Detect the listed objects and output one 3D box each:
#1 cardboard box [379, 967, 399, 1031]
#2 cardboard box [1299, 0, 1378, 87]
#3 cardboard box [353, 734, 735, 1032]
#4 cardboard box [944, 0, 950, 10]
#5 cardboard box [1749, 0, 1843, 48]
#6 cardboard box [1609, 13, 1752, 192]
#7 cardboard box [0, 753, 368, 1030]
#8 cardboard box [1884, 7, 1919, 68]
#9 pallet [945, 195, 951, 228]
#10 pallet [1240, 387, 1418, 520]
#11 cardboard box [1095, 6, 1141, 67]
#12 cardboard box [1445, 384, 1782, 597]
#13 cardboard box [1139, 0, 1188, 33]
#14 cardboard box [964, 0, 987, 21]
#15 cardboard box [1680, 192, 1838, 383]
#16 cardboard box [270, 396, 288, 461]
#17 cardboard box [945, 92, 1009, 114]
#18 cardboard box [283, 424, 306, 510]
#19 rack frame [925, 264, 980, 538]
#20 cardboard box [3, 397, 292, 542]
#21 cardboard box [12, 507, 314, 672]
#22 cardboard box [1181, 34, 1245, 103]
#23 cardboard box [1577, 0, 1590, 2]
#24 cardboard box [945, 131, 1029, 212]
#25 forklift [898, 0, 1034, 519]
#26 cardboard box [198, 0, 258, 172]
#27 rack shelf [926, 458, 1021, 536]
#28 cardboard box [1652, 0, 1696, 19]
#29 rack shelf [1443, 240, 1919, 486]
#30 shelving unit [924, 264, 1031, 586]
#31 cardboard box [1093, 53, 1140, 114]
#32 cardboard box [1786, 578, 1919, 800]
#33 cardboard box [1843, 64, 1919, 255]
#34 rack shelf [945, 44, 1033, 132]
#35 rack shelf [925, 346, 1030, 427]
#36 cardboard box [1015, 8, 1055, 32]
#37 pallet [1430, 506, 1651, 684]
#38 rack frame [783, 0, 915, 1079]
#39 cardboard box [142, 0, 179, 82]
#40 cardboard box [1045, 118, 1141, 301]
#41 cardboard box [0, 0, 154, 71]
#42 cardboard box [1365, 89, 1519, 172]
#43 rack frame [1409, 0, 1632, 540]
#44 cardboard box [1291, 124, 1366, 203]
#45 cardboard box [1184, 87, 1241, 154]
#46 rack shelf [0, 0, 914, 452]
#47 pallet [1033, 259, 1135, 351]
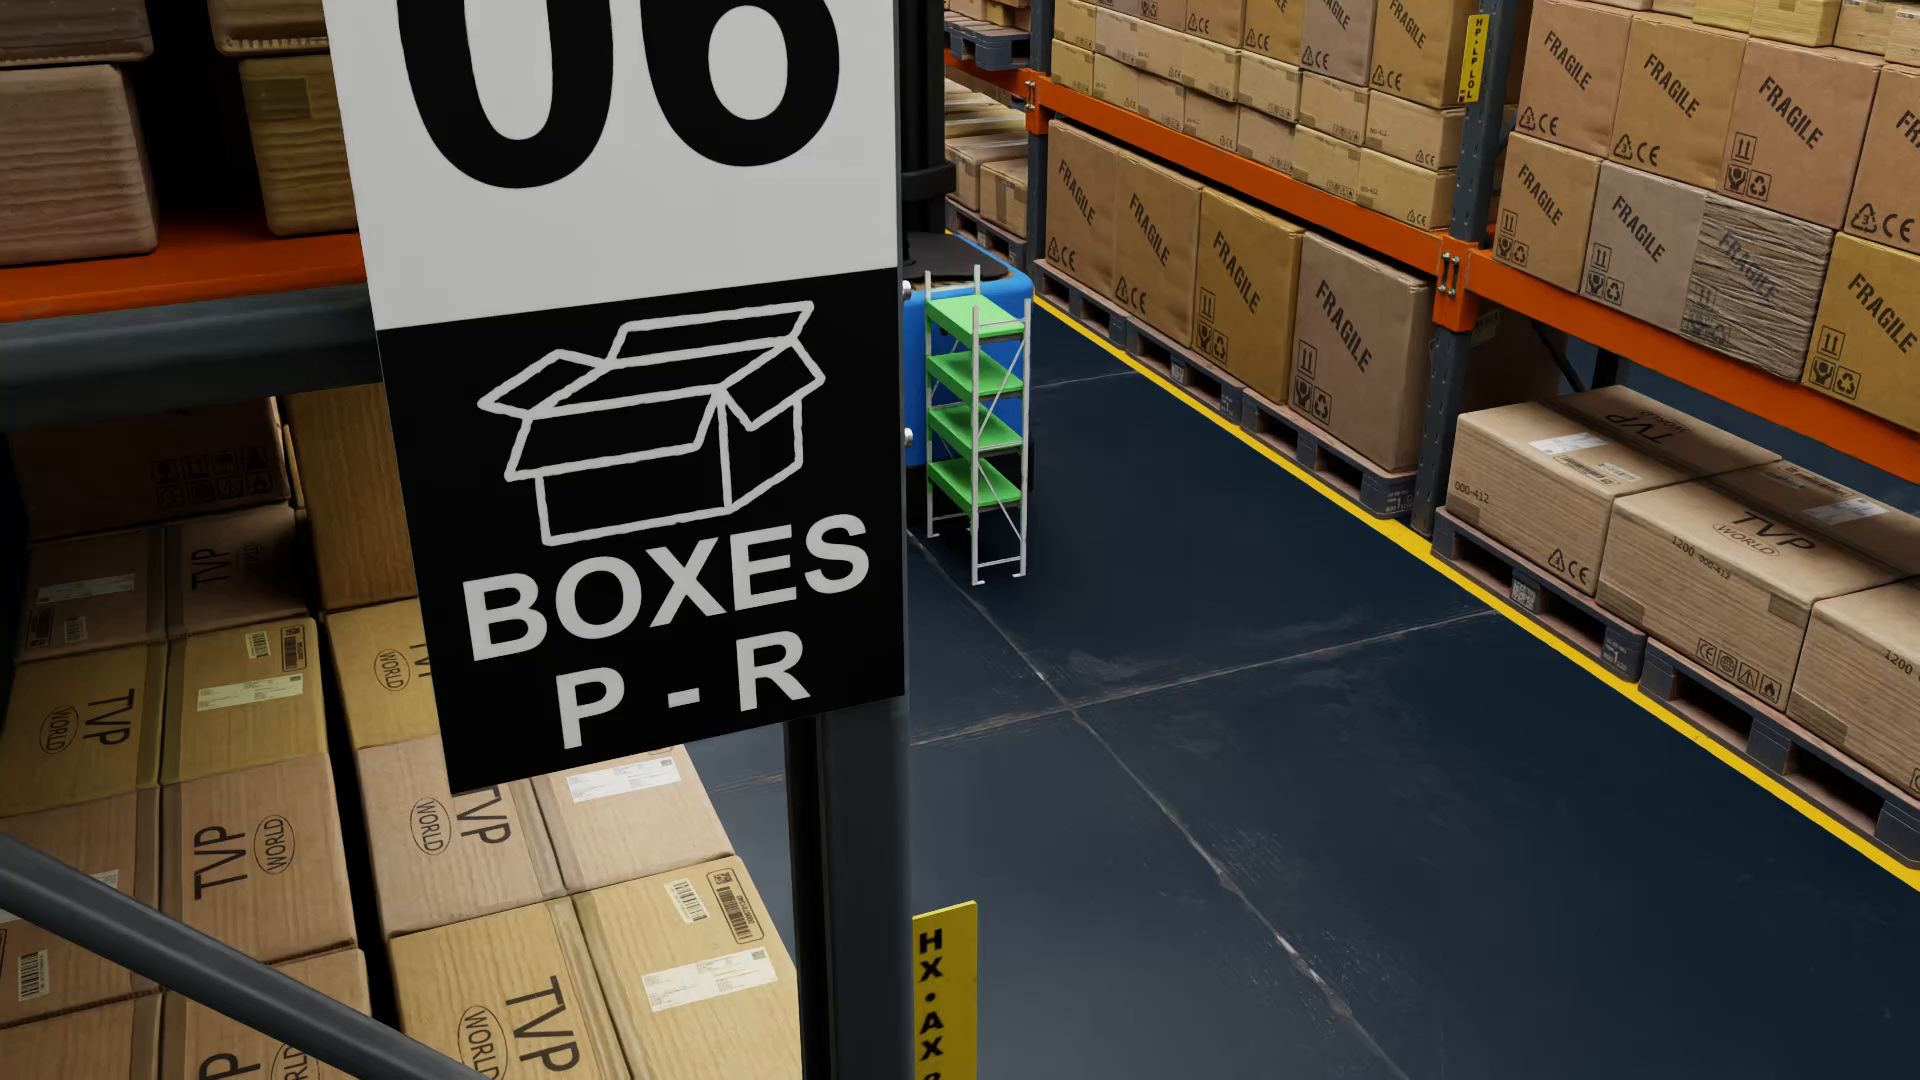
[{"bbox_3d":[-0.681,0.747,2.588,0.380,0.149,0.250,-11,28,-21],"label":"cardboard box"},{"bbox_3d":[1.856,-2.299,7.287,0.500,0.500,0.500,-10,28,-20],"label":"cardboard box"},{"bbox_3d":[-0.656,0.510,2.619,0.500,0.250,0.500,-10,28,-20],"label":"cardboard box"},{"bbox_3d":[0.036,-3.644,11.103,0.380,0.149,0.250,-10,28,-20],"label":"cardboard box"},{"bbox_3d":[2.728,-1.654,5.227,0.380,0.149,0.250,-11,28,-22],"label":"cardboard box"},{"bbox_3d":[2.627,-1.516,5.682,0.500,0.500,0.500,-11,28,-21],"label":"cardboard box"},{"bbox_3d":[-1.153,0.594,2.446,0.500,0.250,0.500,-10,28,-20],"label":"cardboard box"},{"bbox_3d":[2.935,-1.456,4.820,0.380,0.149,0.250,-10,28,-20],"label":"cardboard box"},{"bbox_3d":[0.126,-2.630,12.395,1.003,0.211,1.213,-11,28,-21],"label":"pallet"},{"bbox_3d":[2.100,-0.506,8.046,1.003,0.211,1.213,-11,28,-21],"label":"pallet"},{"bbox_3d":[1.077,-2.777,9.119,0.500,0.250,0.500,-10,28,-19],"label":"cardboard box"},{"bbox_3d":[2.618,-0.226,6.735,0.875,0.438,0.875,-11,28,-21],"label":"cardboard box"},{"bbox_3d":[1.264,-2.918,8.555,0.500,0.500,0.500,-10,28,-19],"label":"cardboard box"},{"bbox_3d":[0.248,-3.433,10.670,0.380,0.149,0.250,-11,28,-21],"label":"cardboard box"},{"bbox_3d":[2.796,-0.865,5.489,0.500,0.500,0.500,-10,28,-20],"label":"cardboard box"},{"bbox_3d":[-1.946,-0.225,4.123,0.500,0.250,0.500,-11,28,-21],"label":"cardboard box"},{"bbox_3d":[-0.169,-3.197,12.895,0.950,0.372,0.625,-9,27,-17],"label":"cardboard box"},{"bbox_3d":[-1.278,-0.105,3.879,0.500,0.250,0.500,-11,28,-21],"label":"cardboard box"},{"bbox_3d":[-0.031,-0.571,7.052,0.240,1.200,0.015,-11,28,-21],"label":"rack frame"},{"bbox_3d":[-1.756,-0.362,3.551,0.500,0.500,0.500,-11,28,-22],"label":"cardboard box"},{"bbox_3d":[-1.547,0.182,3.290,0.500,0.250,0.500,-11,28,-21],"label":"cardboard box"},{"bbox_3d":[1.448,-2.366,8.279,0.500,0.250,0.500,-10,28,-20],"label":"cardboard box"},{"bbox_3d":[2.356,-2.074,6.086,0.380,0.149,0.250,-11,28,-21],"label":"cardboard box"},{"bbox_3d":[0.396,-2.609,11.692,0.950,0.372,0.625,-11,28,-22],"label":"cardboard box"},{"bbox_3d":[-0.735,-1.974,7.952,1.130,2.935,3.031,-11,28,-22],"label":"forklift"},{"bbox_3d":[-0.566,-0.496,1.715,0.380,0.149,0.250,-10,28,-20],"label":"cardboard box"},{"bbox_3d":[0.065,-0.199,6.983,0.258,0.148,0.480,-11,28,-21],"label":"rack shelf"},{"bbox_3d":[2.610,-1.877,5.683,0.380,0.149,0.250,-11,28,-21],"label":"cardboard box"},{"bbox_3d":[3.254,-0.330,5.326,1.077,0.370,4.000,-11,28,-21],"label":"rack shelf"},{"bbox_3d":[0.065,-0.472,6.850,0.258,1.200,0.503,-11,28,-21],"label":"shelving unit"},{"bbox_3d":[1.082,-2.563,9.251,0.500,0.250,0.500,-11,28,-22],"label":"cardboard box"},{"bbox_3d":[3.321,0.500,5.249,0.875,0.438,0.875,-10,28,-19],"label":"cardboard box"},{"bbox_3d":[3.012,-1.103,4.837,0.500,0.500,0.500,-11,28,-21],"label":"cardboard box"},{"bbox_3d":[0.121,-3.559,11.941,1.077,0.370,4.000,-11,28,-21],"label":"rack shelf"},{"bbox_3d":[0.065,-0.631,6.773,0.258,0.148,0.480,-11,28,-21],"label":"rack shelf"},{"bbox_3d":[0.560,-3.243,10.281,0.380,0.149,0.250,-10,28,-19],"label":"cardboard box"},{"bbox_3d":[2.697,0.113,6.778,1.003,0.211,1.213,-11,28,-21],"label":"pallet"},{"bbox_3d":[-0.528,1.009,1.765,1.000,3.000,0.127,-11,28,-21],"label":"rack frame"},{"bbox_3d":[-1.162,-0.633,1.995,0.380,0.149,0.250,-12,28,-22],"label":"cardboard box"},{"bbox_3d":[1.099,-2.016,9.903,0.875,0.875,0.875,-11,28,-21],"label":"cardboard box"},{"bbox_3d":[-0.953,-0.538,1.347,0.500,0.250,0.500,-11,28,-22],"label":"cardboard box"},{"bbox_3d":[2.075,-1.754,7.024,0.500,0.250,0.500,-11,28,-21],"label":"cardboard box"},{"bbox_3d":[2.471,-1.460,6.822,1.000,3.000,0.127,-11,28,-21],"label":"rack frame"},{"bbox_3d":[1.865,-1.737,7.559,0.500,0.250,0.500,-11,28,-21],"label":"cardboard box"},{"bbox_3d":[1.479,-2.151,8.408,0.500,0.250,0.500,-11,28,-21],"label":"cardboard box"},{"bbox_3d":[-1.311,-0.823,2.918,1.077,0.370,4.000,-11,28,-21],"label":"rack shelf"},{"bbox_3d":[1.144,-1.491,10.063,1.003,0.211,1.213,-11,28,-21],"label":"pallet"}]
